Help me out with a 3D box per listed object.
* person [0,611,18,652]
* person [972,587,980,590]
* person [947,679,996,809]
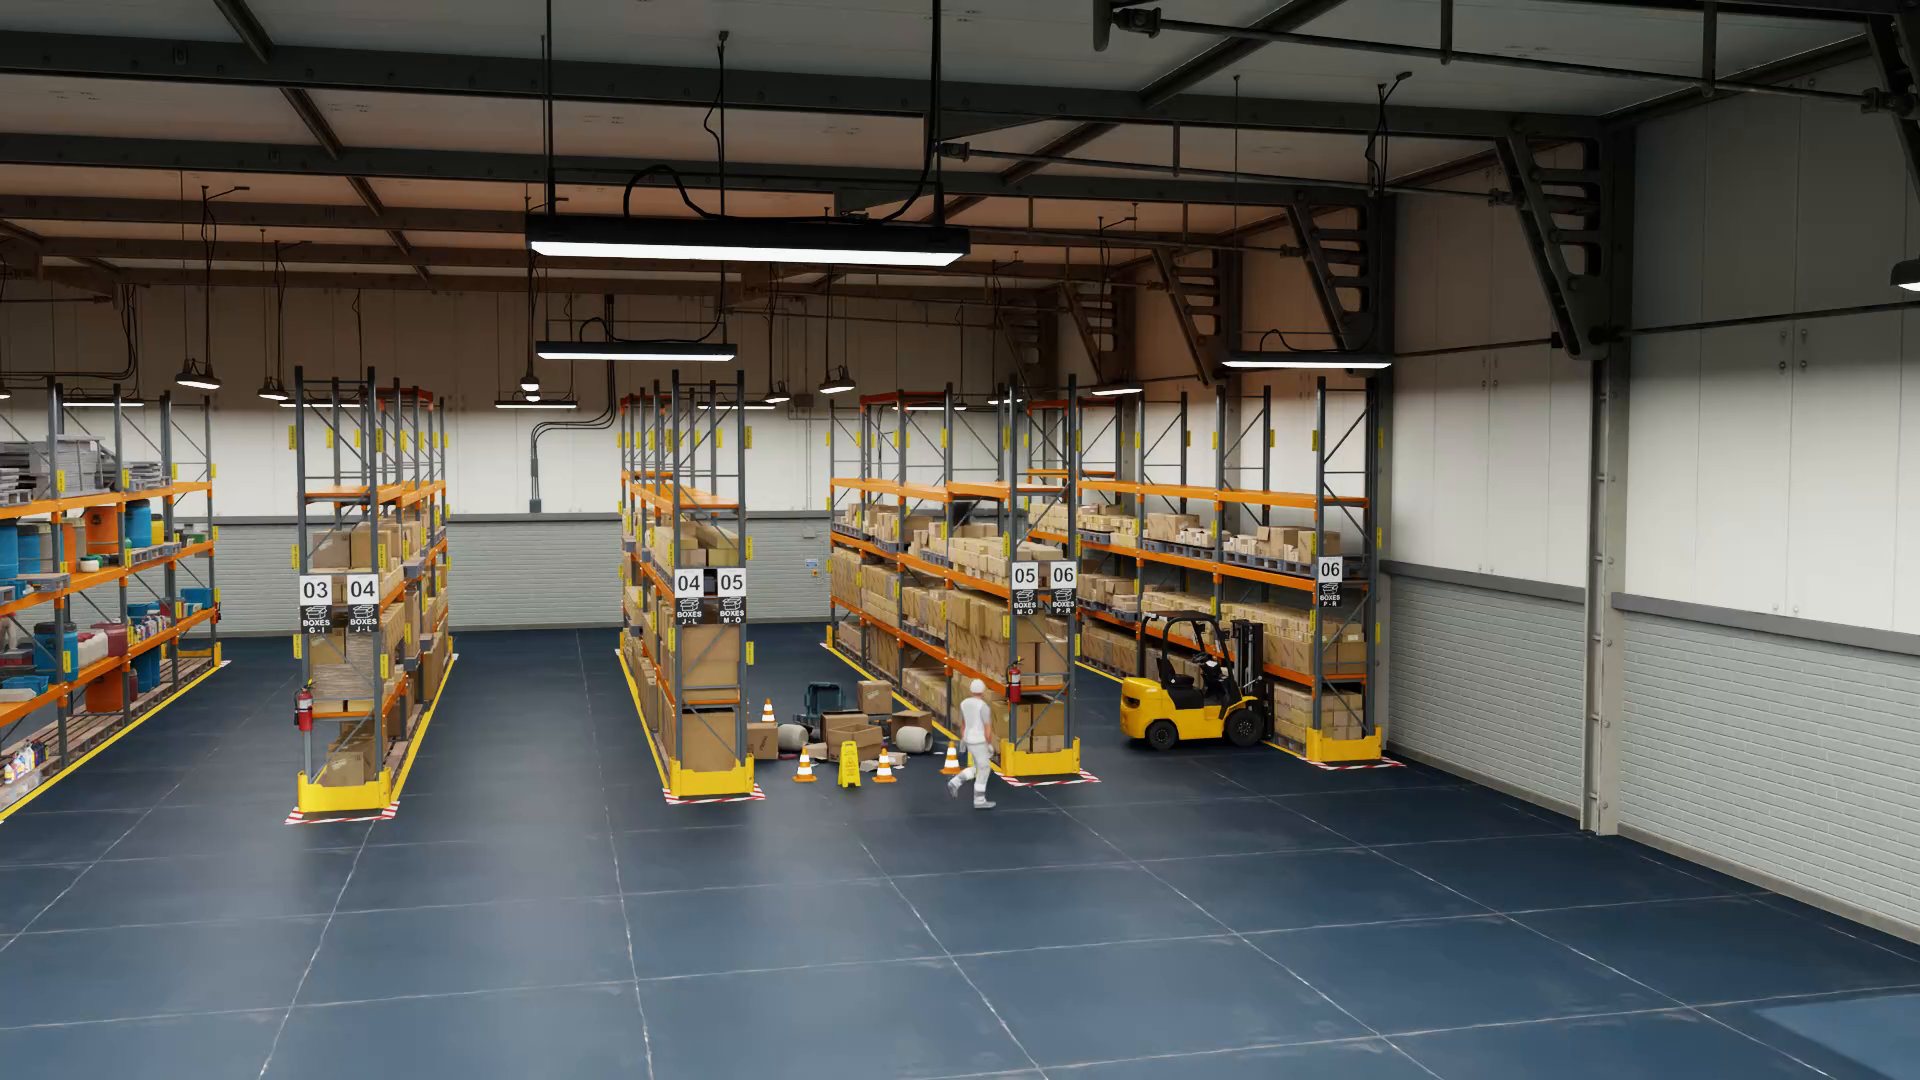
[{"bbox_3d":[-21.752,1.902,37.895,0.539,1.685,1.028,-3,4,-38],"label":"person"},{"bbox_3d":[0.378,1.873,39.031,0.342,1.603,0.479,-2,4,-28],"label":"person"},{"bbox_3d":[0.186,2.758,22.535,0.608,1.772,0.530,-1,3,-11],"label":"person"}]
